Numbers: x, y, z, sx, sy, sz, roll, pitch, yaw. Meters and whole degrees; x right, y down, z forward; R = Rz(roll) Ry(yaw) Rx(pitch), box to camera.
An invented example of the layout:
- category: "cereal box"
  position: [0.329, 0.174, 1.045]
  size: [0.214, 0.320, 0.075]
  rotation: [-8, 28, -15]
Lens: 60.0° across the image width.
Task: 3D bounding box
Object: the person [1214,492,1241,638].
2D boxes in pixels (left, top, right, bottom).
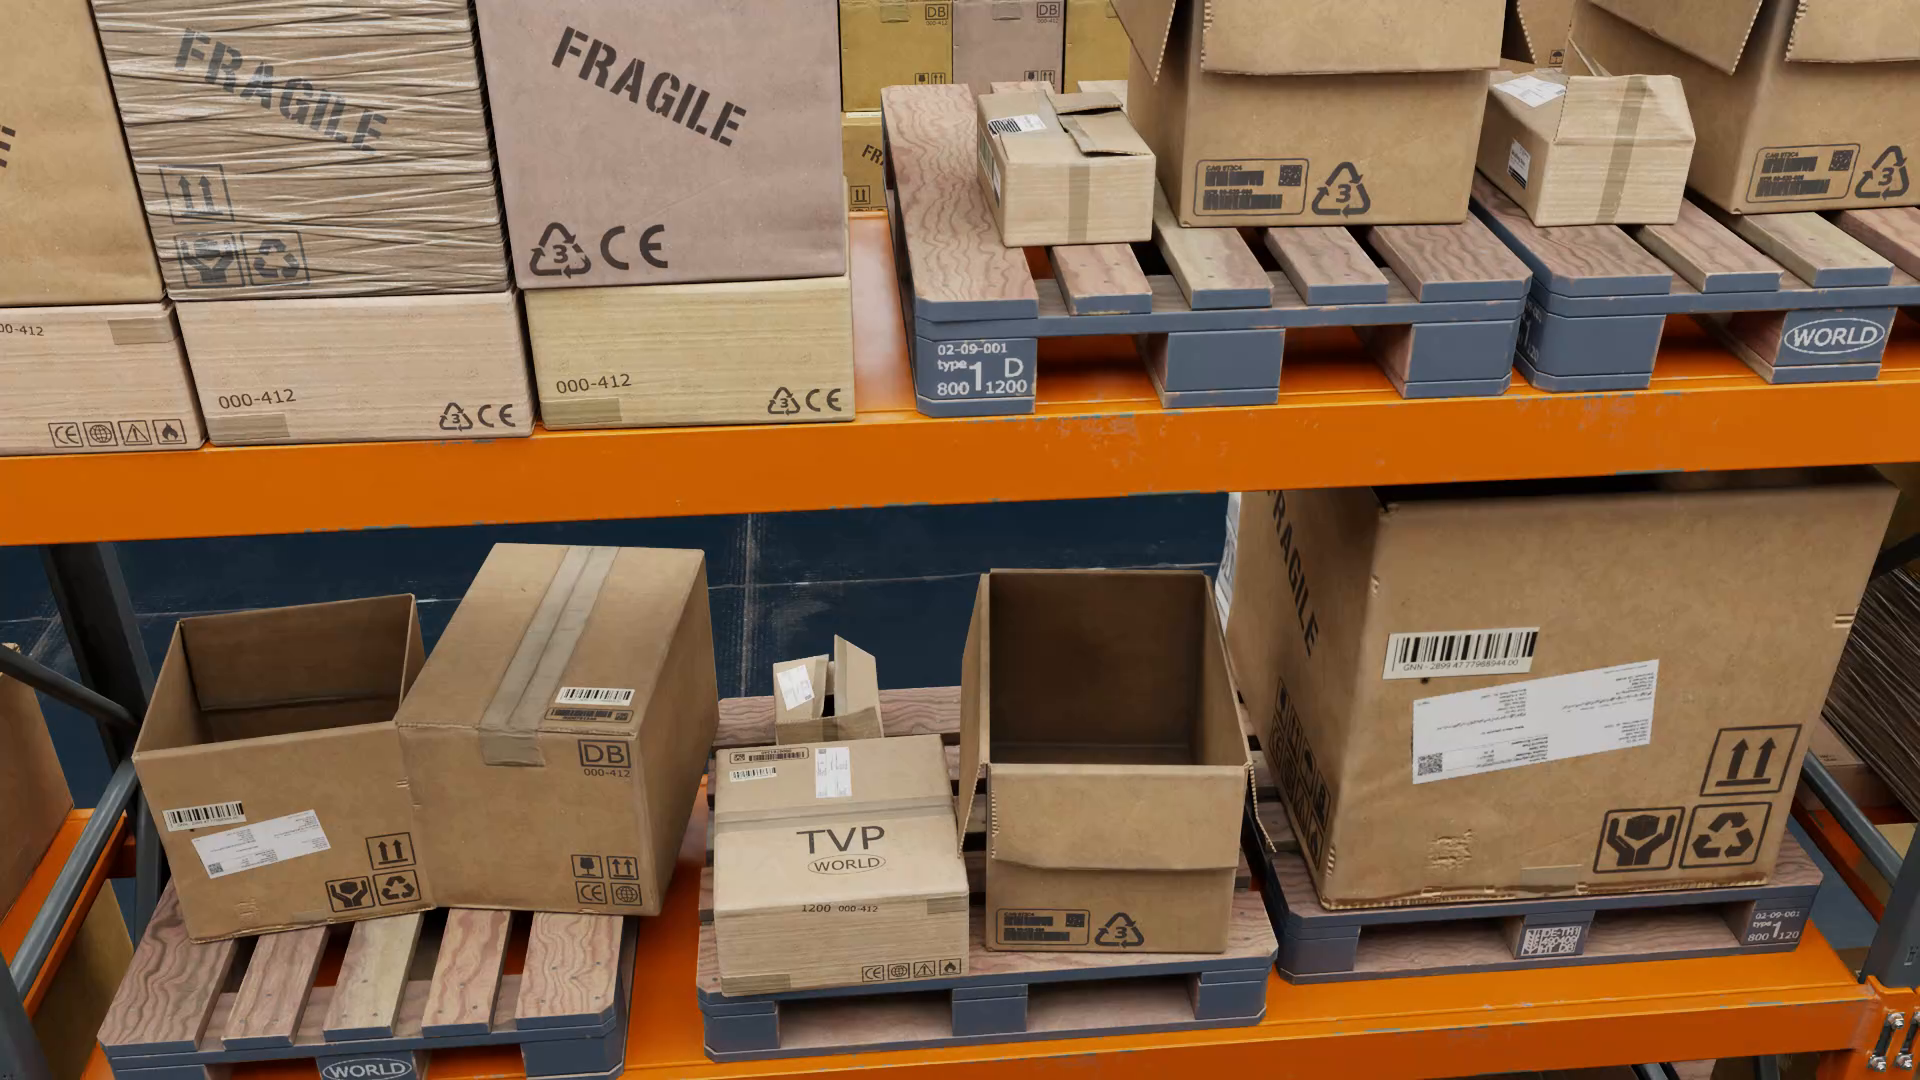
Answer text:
- category: "person"
  position: [1.107, 0.333, 5.543]
  size: [0.536, 1.774, 0.524]
  rotation: [-3, 31, -5]
